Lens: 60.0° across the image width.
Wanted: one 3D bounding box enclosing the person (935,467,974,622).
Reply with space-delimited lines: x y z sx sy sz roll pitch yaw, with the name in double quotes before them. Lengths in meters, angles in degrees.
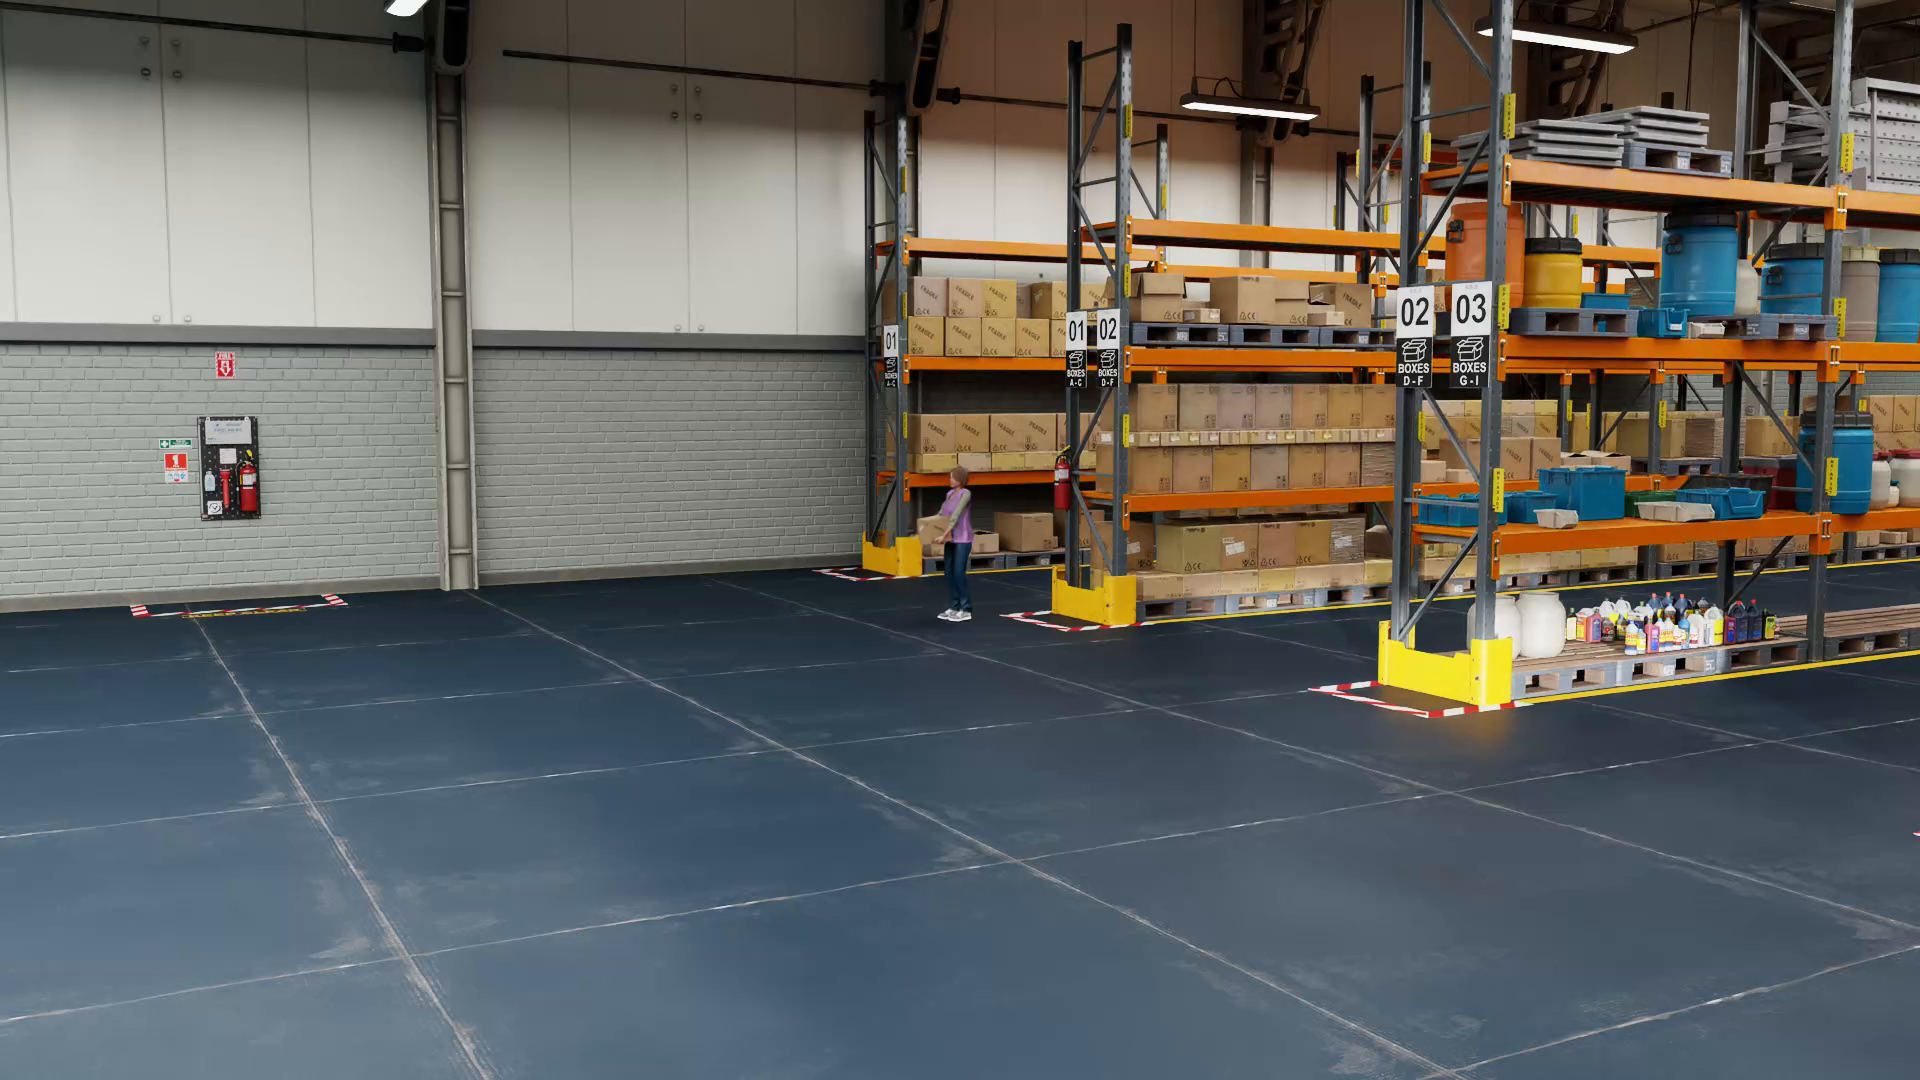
"person" -0.102 0.041 17.213 0.499 1.599 0.375 -3 6 -29
